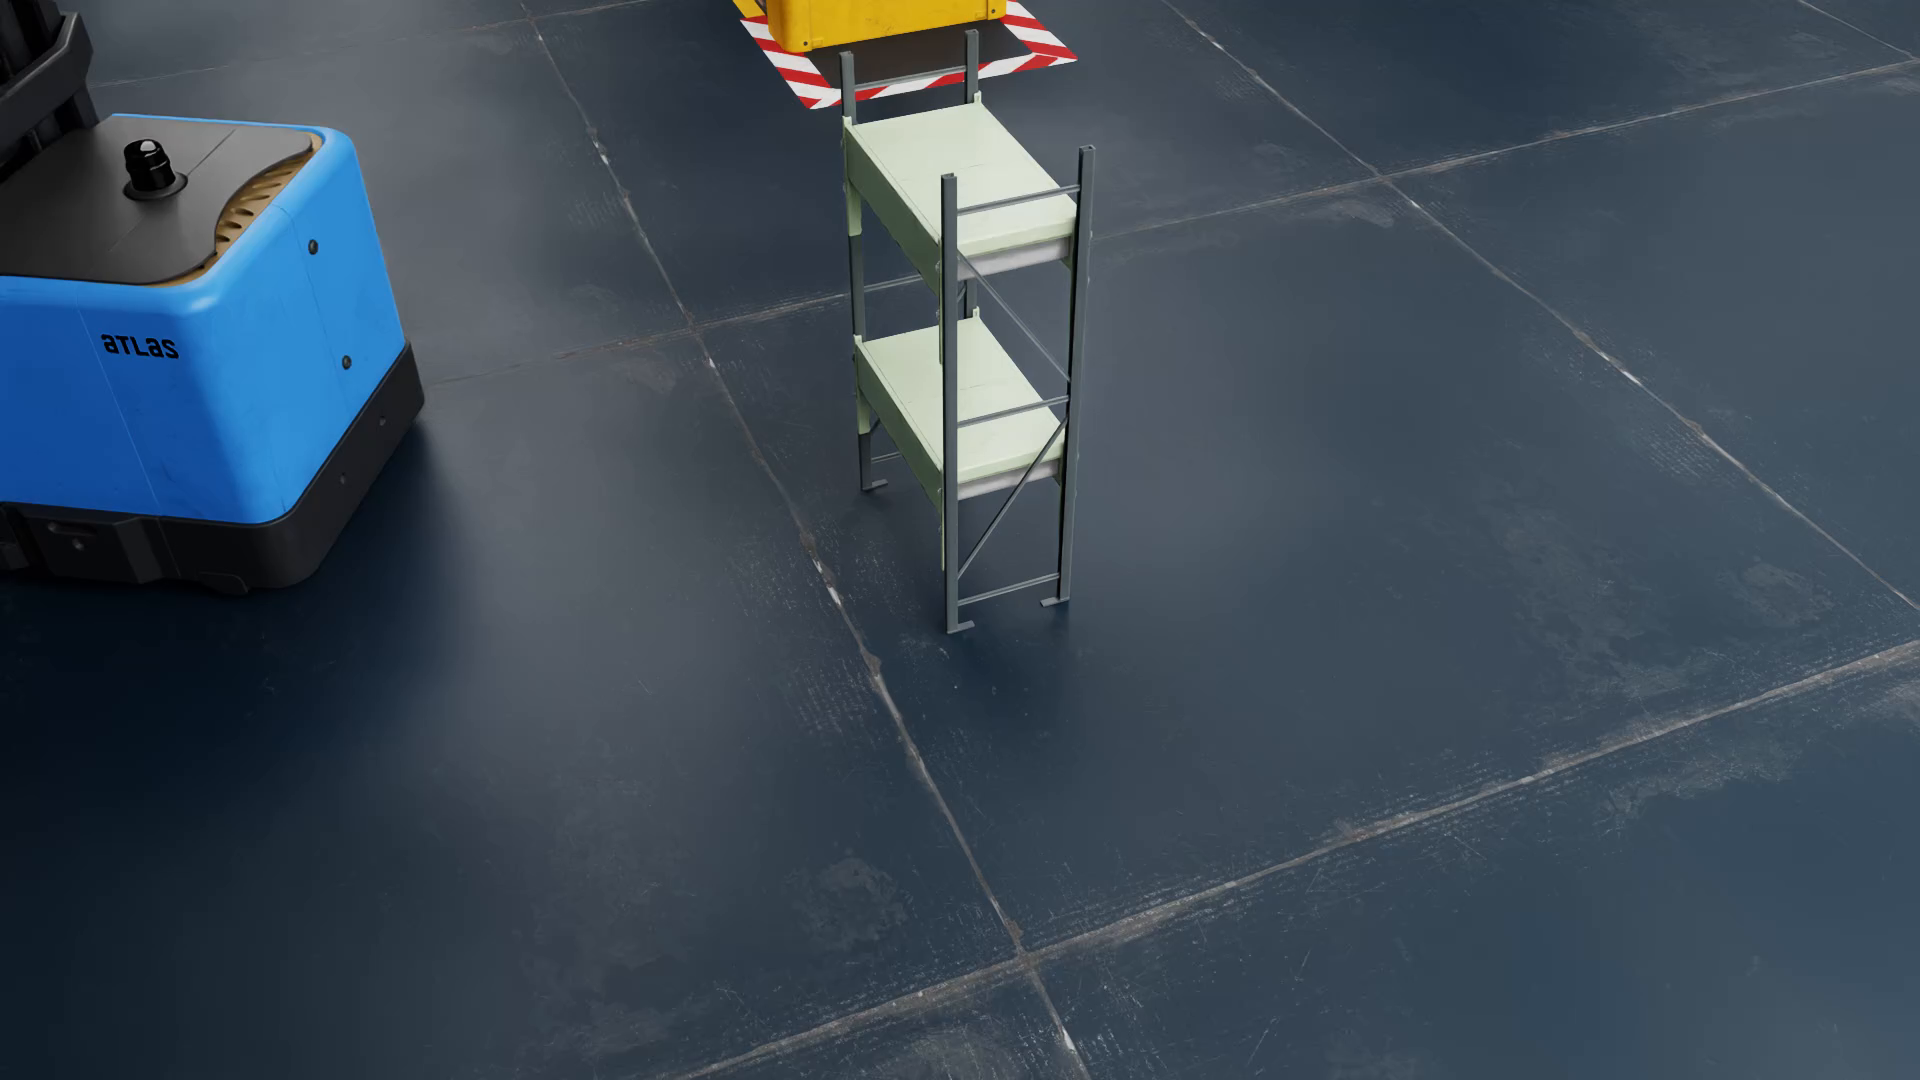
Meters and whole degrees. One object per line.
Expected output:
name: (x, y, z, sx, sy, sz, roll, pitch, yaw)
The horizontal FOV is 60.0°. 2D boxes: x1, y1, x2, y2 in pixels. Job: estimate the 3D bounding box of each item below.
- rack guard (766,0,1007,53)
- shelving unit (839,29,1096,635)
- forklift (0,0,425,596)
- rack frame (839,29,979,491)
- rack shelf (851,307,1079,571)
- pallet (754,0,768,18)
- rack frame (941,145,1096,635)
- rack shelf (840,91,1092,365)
rack guard: (-0.354, -2.758, 8.074, 1.175, 0.500, 0.348, -15, 43, -17)
shelving unit: (0.003, -0.565, 4.756, 0.431, 1.500, 0.755, -15, 43, -17)
forklift: (-3.389, -1.378, 4.605, 3.031, 2.935, 1.130, 5, 41, 6)
rack frame: (-0.137, -0.785, 5.013, 0.400, 1.500, 0.023, -15, 43, -17)
rack shelf: (0.003, -0.317, 4.969, 0.431, 0.370, 0.720, -15, 43, -17)
pallet: (-0.694, -3.113, 8.708, 1.003, 0.211, 1.213, -15, 43, -17)
rack frame: (0.143, -0.344, 4.500, 0.400, 1.500, 0.023, -15, 43, -17)
rack shelf: (0.003, -0.861, 4.502, 0.431, 0.370, 0.720, -15, 43, -17)
